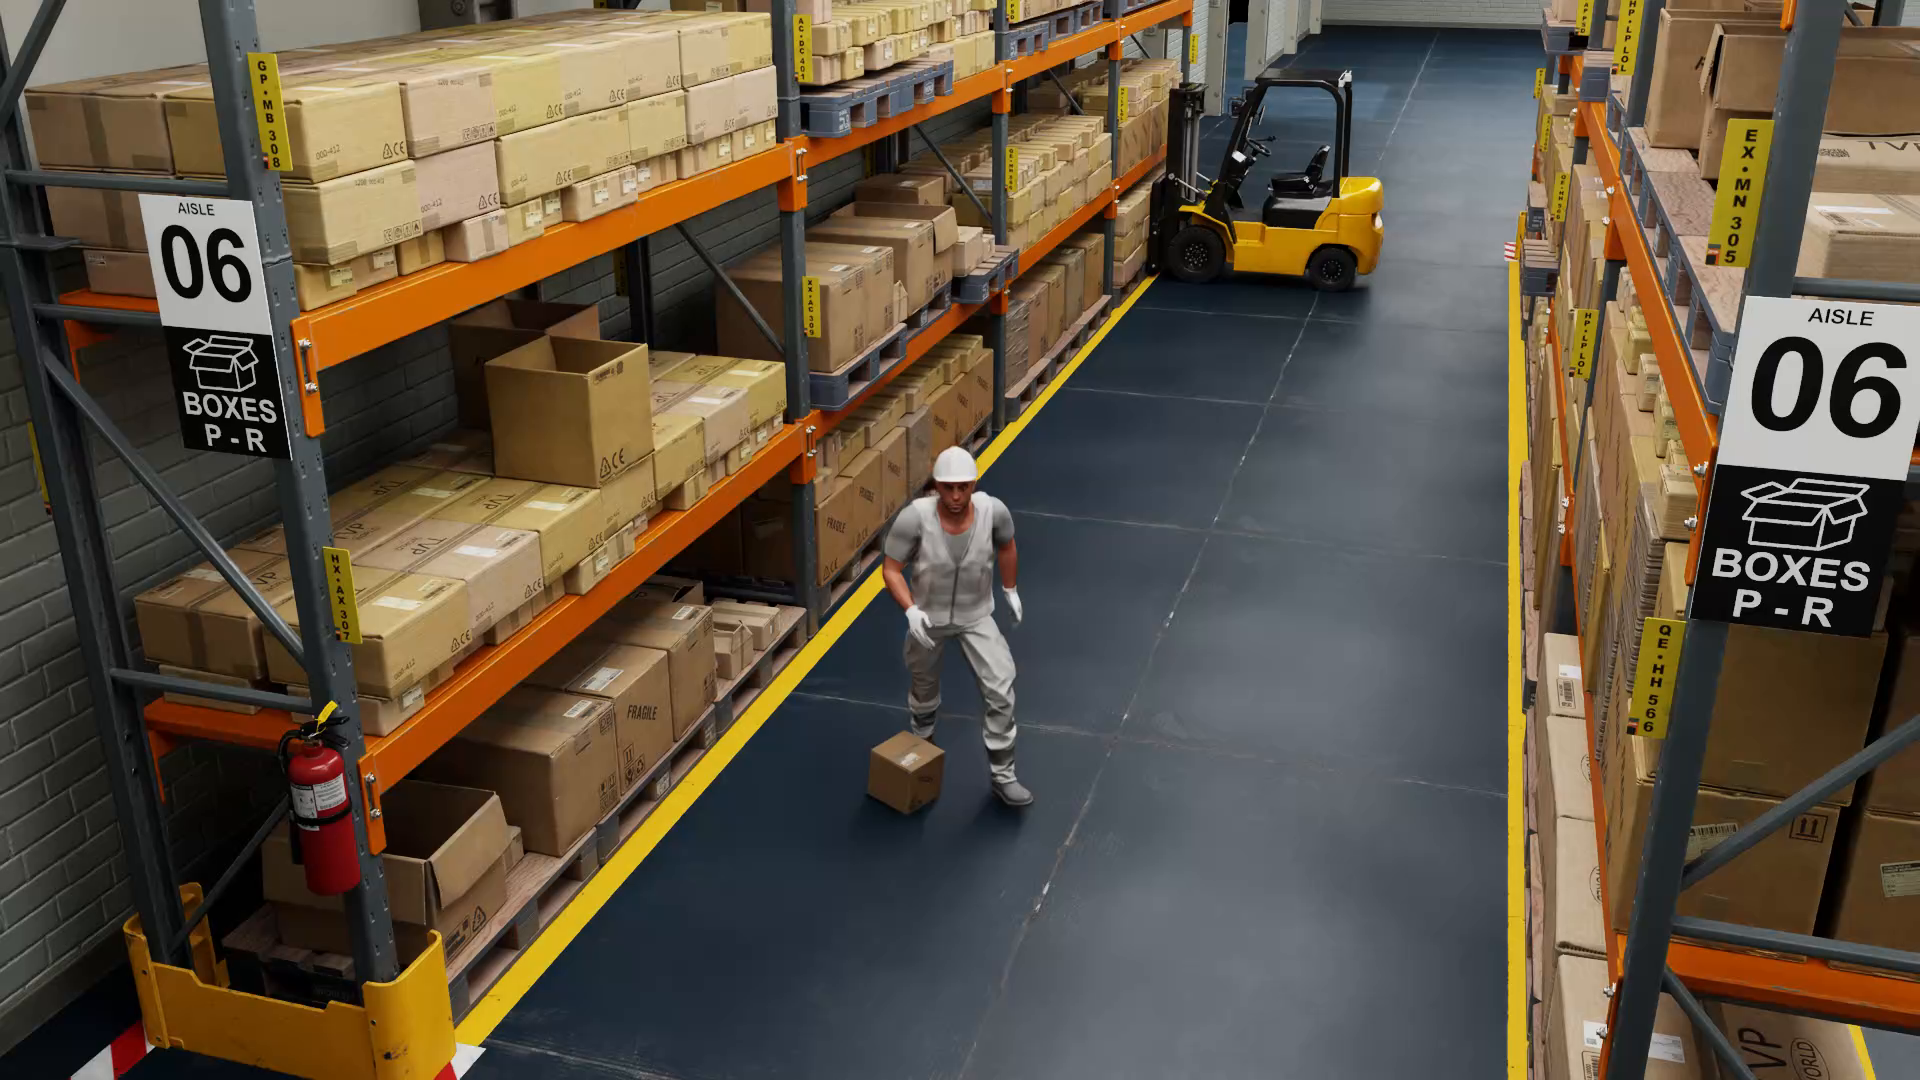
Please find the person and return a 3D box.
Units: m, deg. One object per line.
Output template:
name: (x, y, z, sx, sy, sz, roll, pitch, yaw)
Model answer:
person: (-0.021, 0.349, 7.716, 0.679, 1.718, 0.819, -1, 22, -4)
